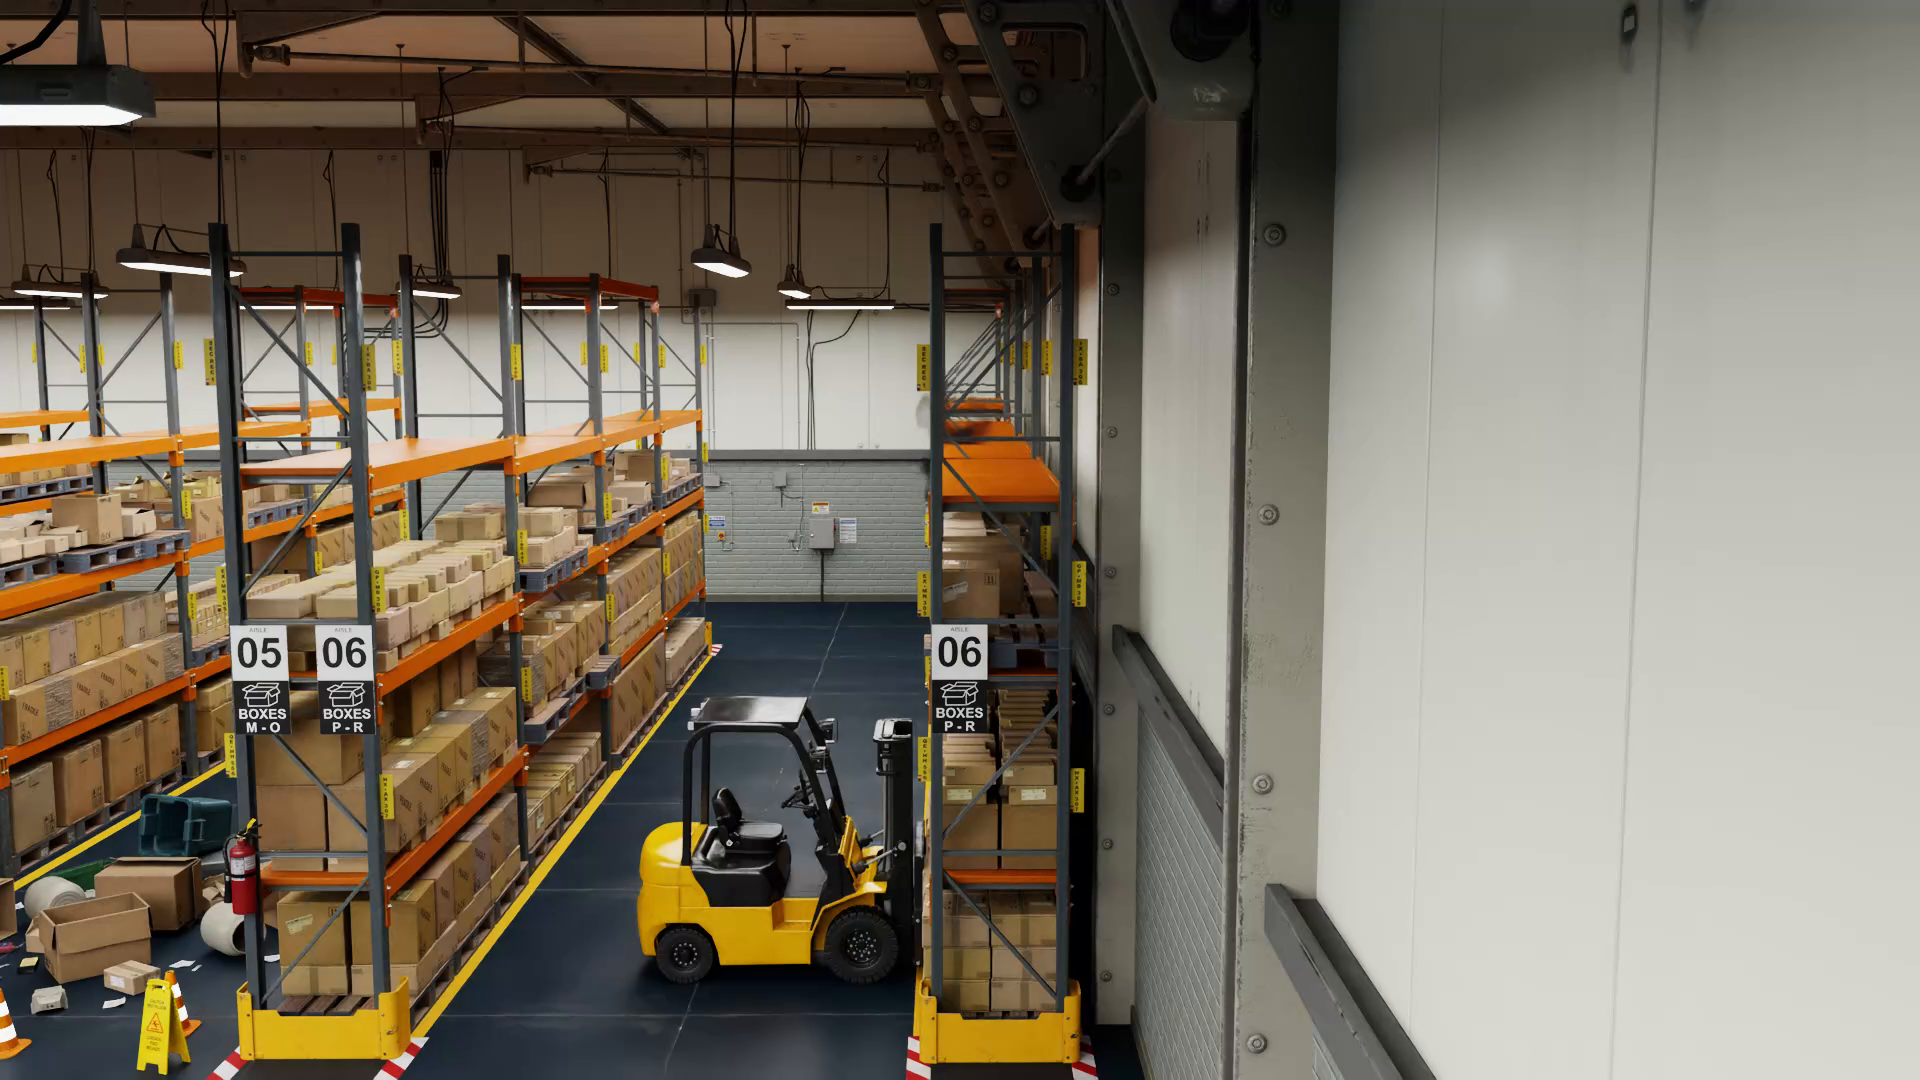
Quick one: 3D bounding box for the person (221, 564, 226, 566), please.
[{"bbox_3d":[-11.529,1.244,26.322,0.705,1.757,0.628,1,7,8],"label":"person"}]
